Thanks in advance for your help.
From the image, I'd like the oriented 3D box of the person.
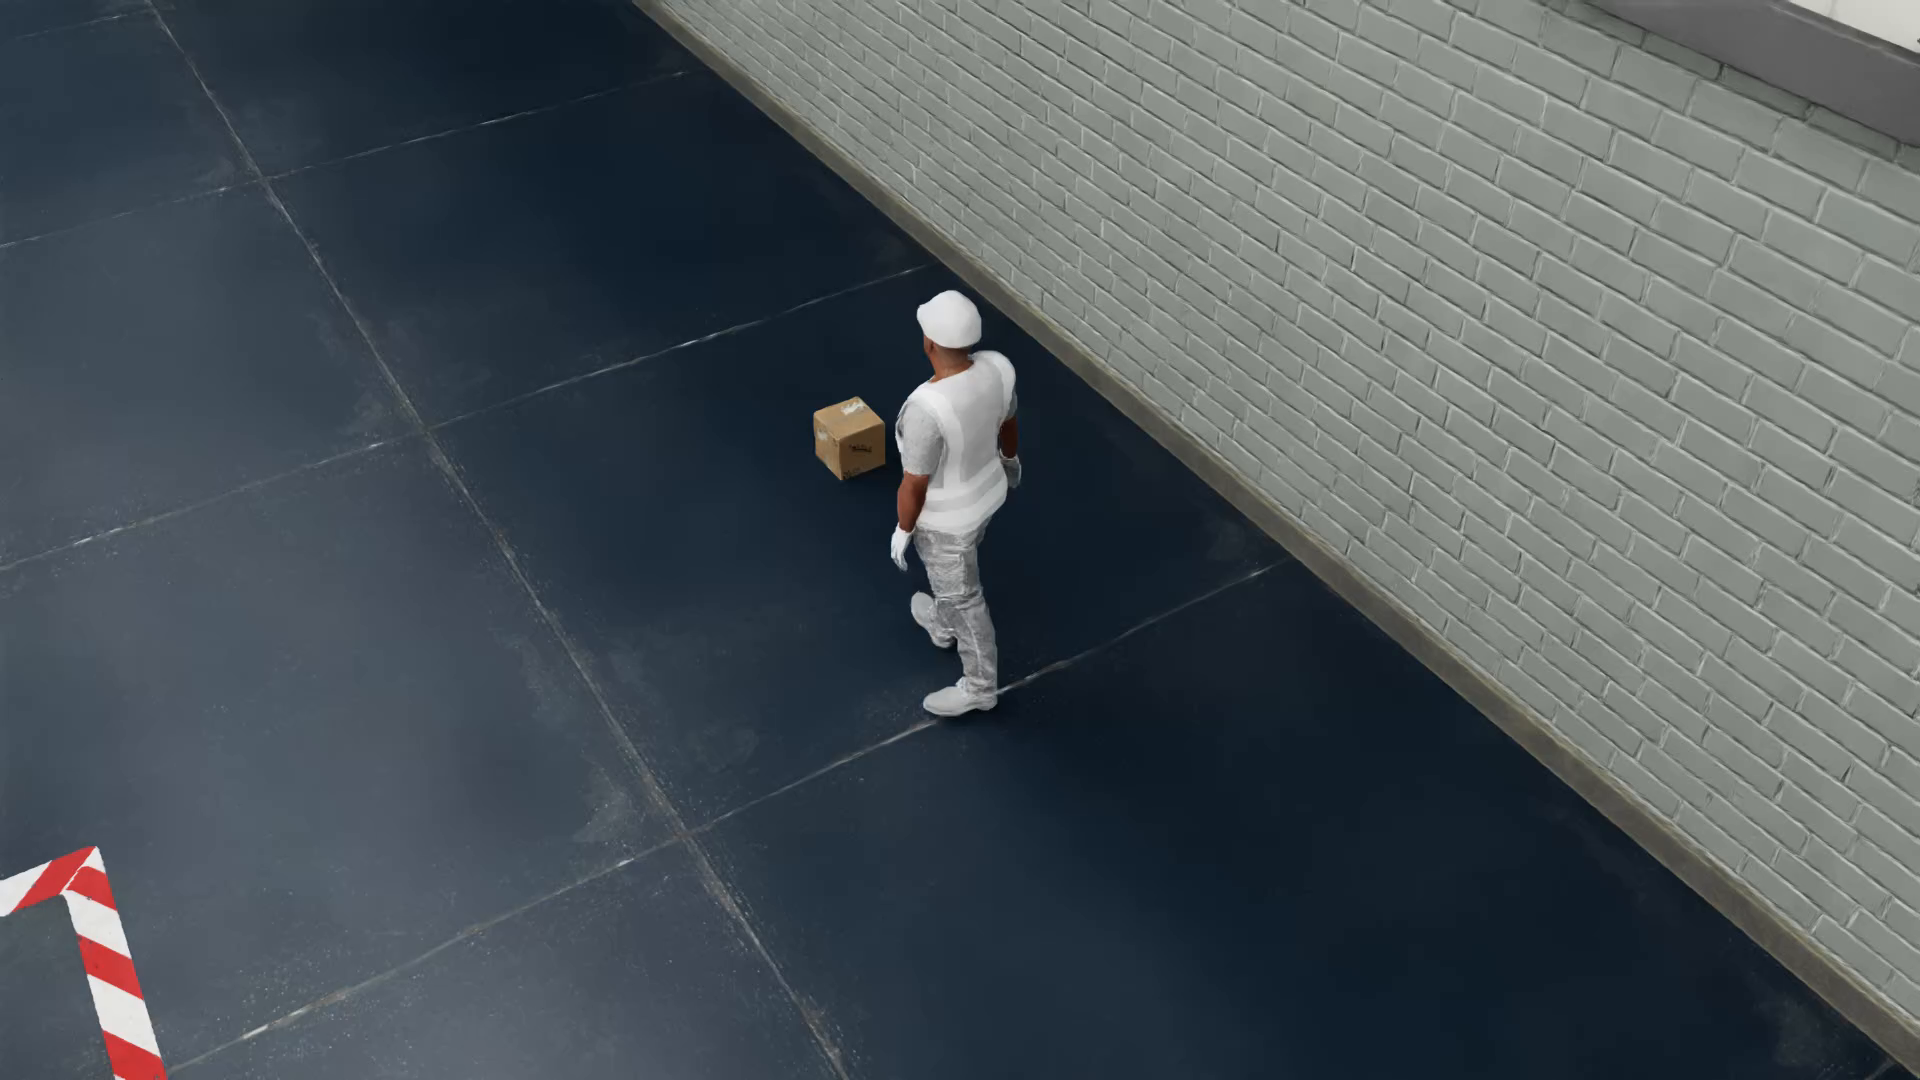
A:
[{"bbox_3d":[-0.036,-0.182,6.345,0.643,1.786,0.704,24,46,25],"label":"person"}]
